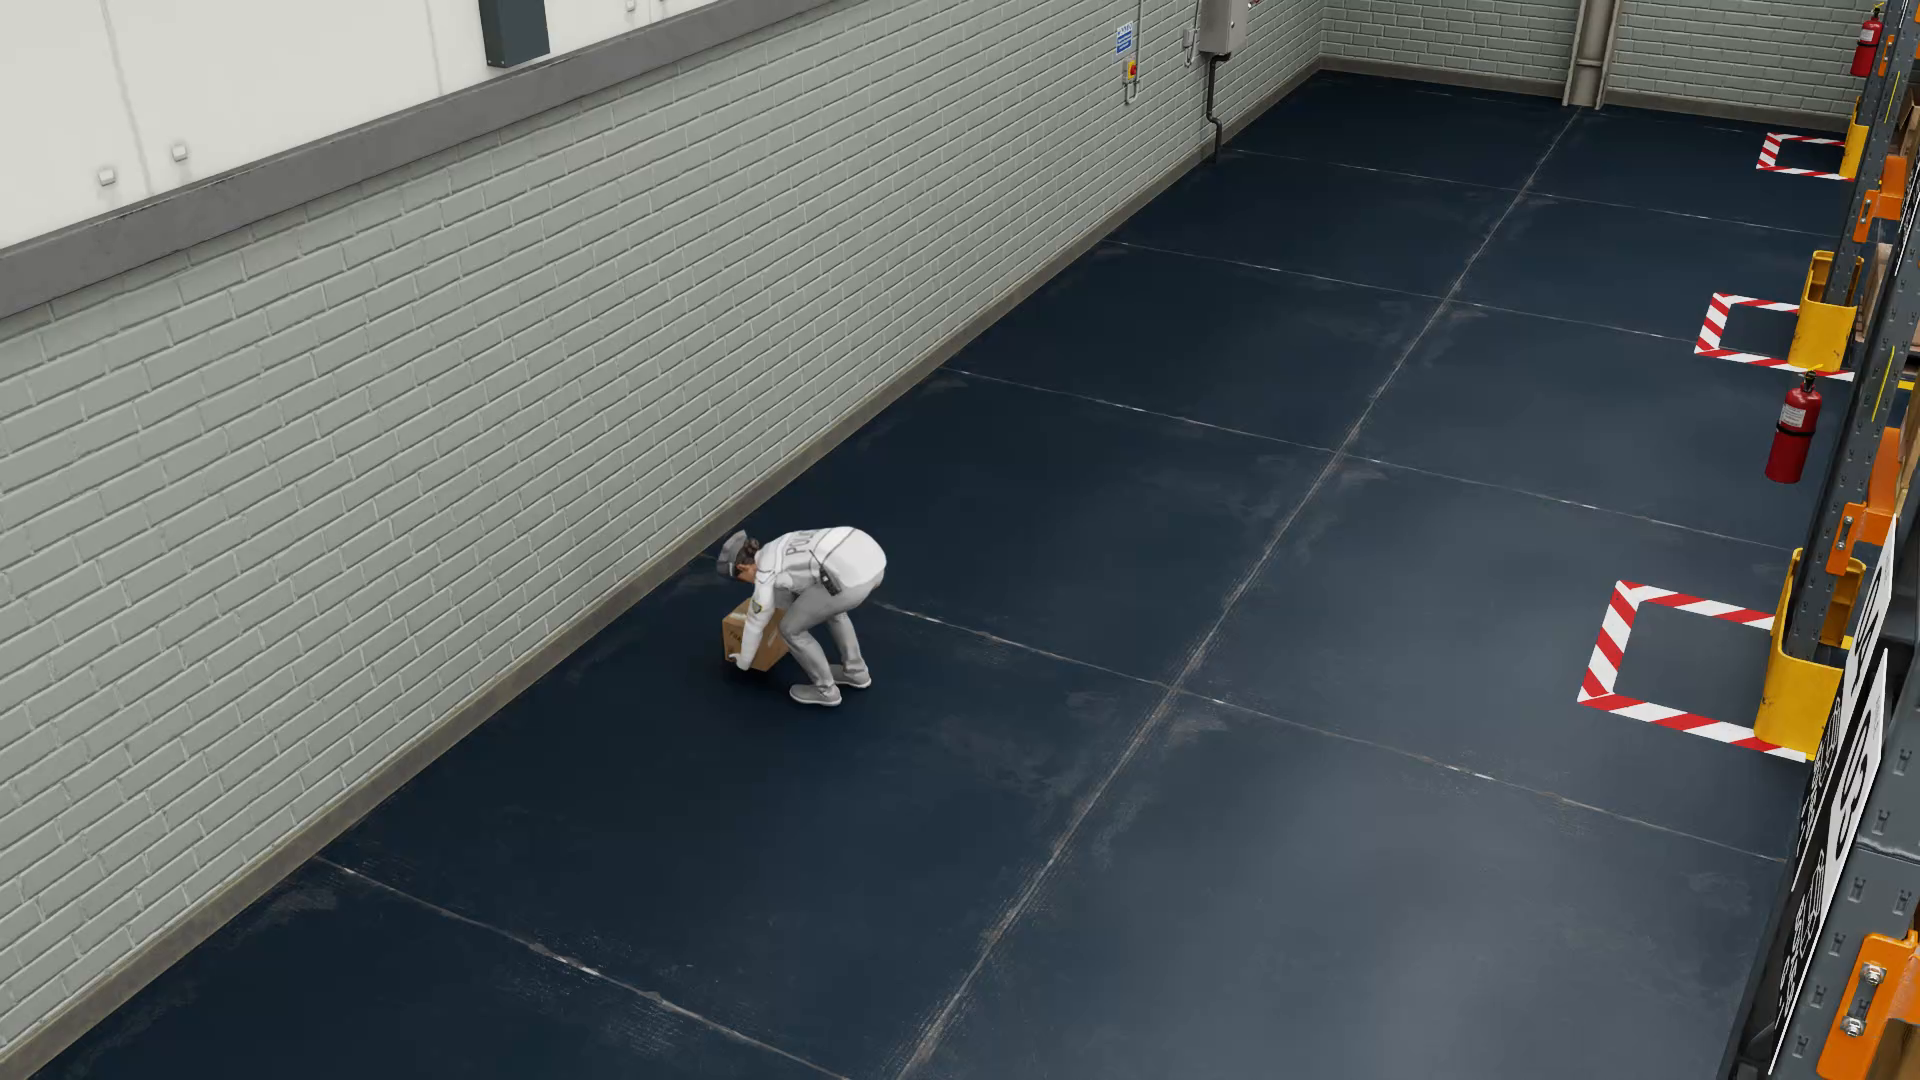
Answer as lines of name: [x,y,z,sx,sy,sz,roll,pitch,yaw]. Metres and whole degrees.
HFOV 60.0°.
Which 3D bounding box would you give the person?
person: [-0.799,0.342,8.410,0.891,0.947,0.437,13,33,21]
